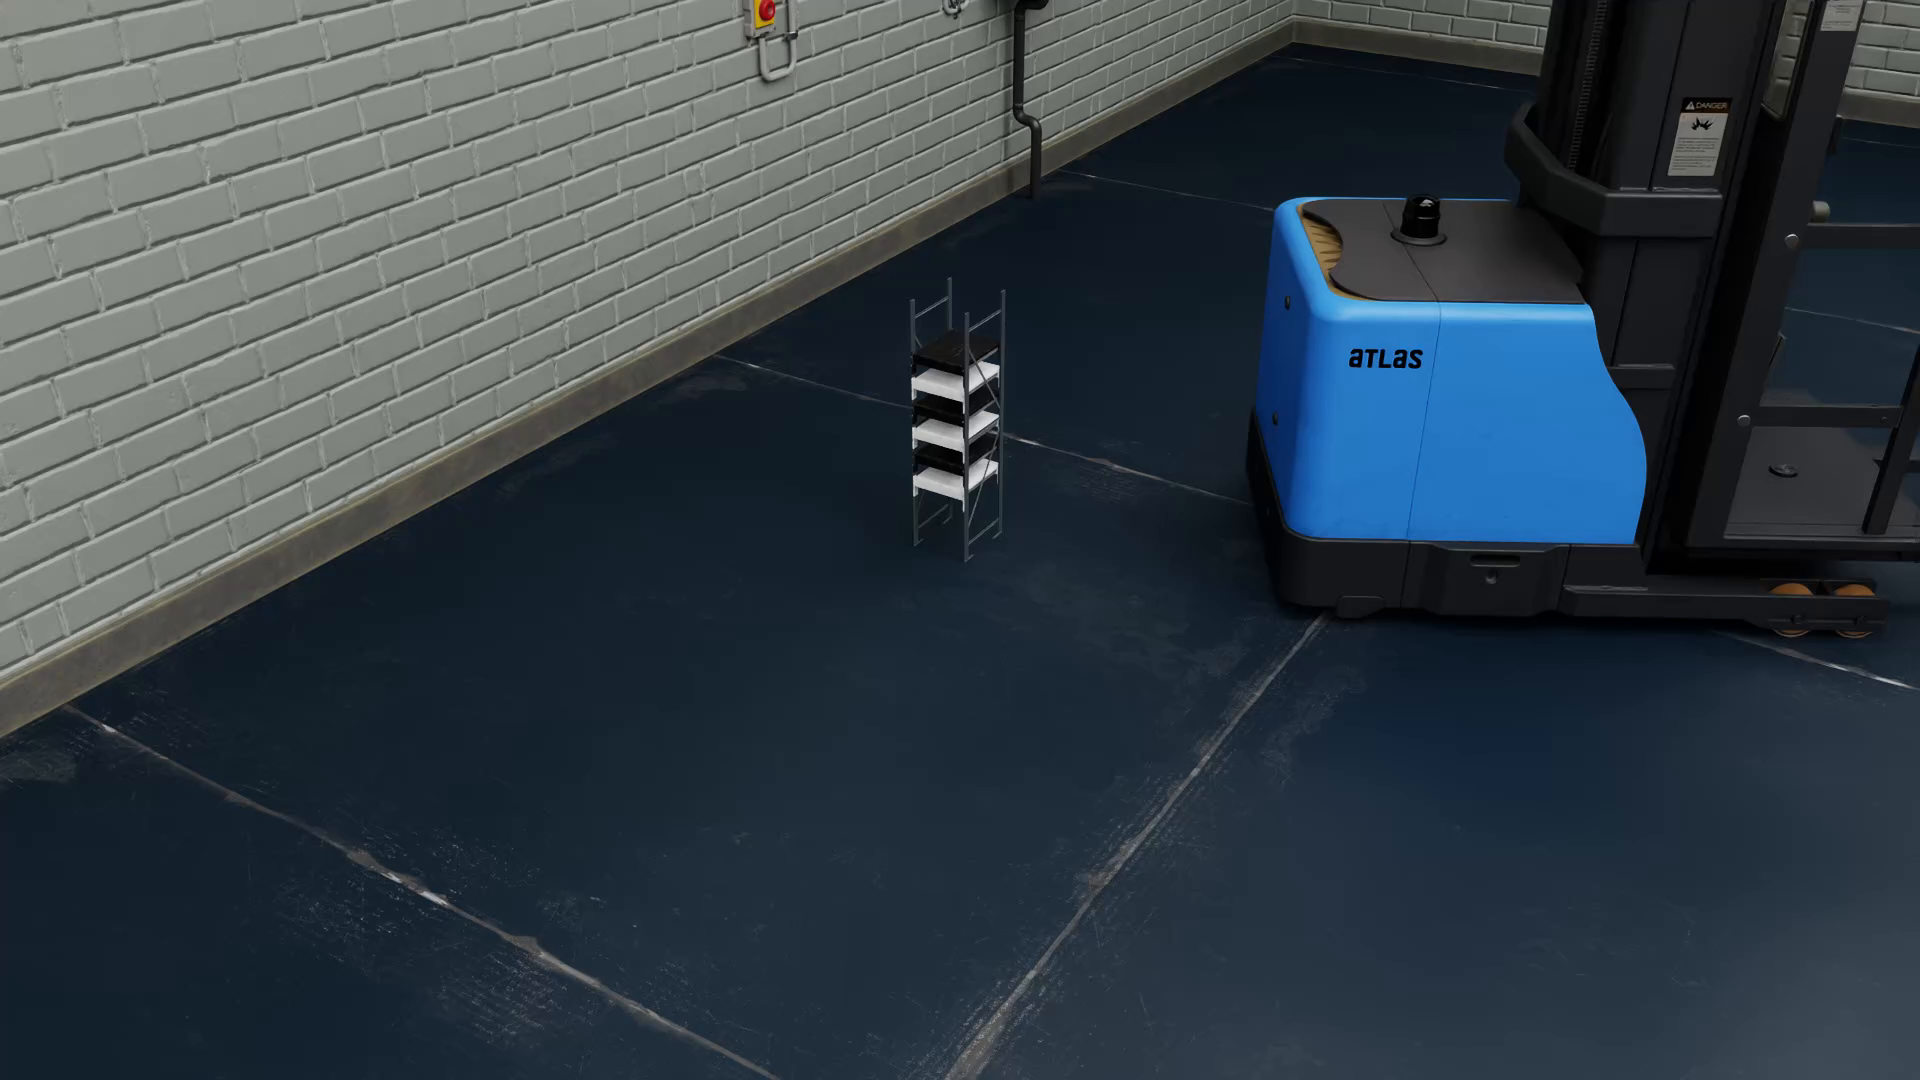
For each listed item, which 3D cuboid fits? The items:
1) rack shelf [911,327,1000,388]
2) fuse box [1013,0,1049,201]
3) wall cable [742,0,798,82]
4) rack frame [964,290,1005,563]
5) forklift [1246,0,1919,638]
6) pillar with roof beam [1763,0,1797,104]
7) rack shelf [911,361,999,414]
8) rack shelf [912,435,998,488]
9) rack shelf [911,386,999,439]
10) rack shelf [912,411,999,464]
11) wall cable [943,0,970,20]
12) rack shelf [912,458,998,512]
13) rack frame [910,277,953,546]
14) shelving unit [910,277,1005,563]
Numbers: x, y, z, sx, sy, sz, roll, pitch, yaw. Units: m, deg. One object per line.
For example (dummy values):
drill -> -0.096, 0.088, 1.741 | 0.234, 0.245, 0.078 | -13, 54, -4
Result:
rack shelf -> -0.007, -0.595, 5.408 | 0.200, 0.077, 0.258 | 18, 35, 27
fuse box -> 0.437, -2.563, 8.446 | 0.414, 1.711, 0.539 | 18, 35, 27
wall cable -> -0.803, -2.715, 6.387 | 0.123, 1.953, 0.585 | 18, 35, 27
rack frame -> 0.079, -0.364, 5.480 | 0.006, 0.900, 0.240 | 18, 35, 27
forklift -> 2.540, -1.232, 4.953 | 3.031, 2.935, 1.130 | 1, 30, 2
pillar with roof beam -> 2.528, -4.742, 4.948 | 0.400, 9.000, 9.100 | 18, 35, 27
rack shelf -> -0.007, -0.518, 5.453 | 0.200, 0.077, 0.258 | 18, 35, 27
rack shelf -> -0.007, -0.284, 5.589 | 0.200, 0.077, 0.258 | 18, 35, 27
rack shelf -> -0.007, -0.440, 5.498 | 0.200, 0.077, 0.258 | 18, 35, 27
rack shelf -> -0.007, -0.362, 5.544 | 0.200, 0.077, 0.258 | 18, 35, 27
wall cable -> -0.059, -3.310, 7.438 | 0.122, 1.984, 0.588 | 18, 35, 27
rack shelf -> -0.007, -0.207, 5.634 | 0.200, 0.077, 0.258 | 18, 35, 27
rack frame -> -0.093, -0.418, 5.574 | 0.006, 0.900, 0.240 | 18, 35, 27
shelving unit -> -0.007, -0.391, 5.527 | 0.210, 0.900, 0.258 | 18, 35, 27
